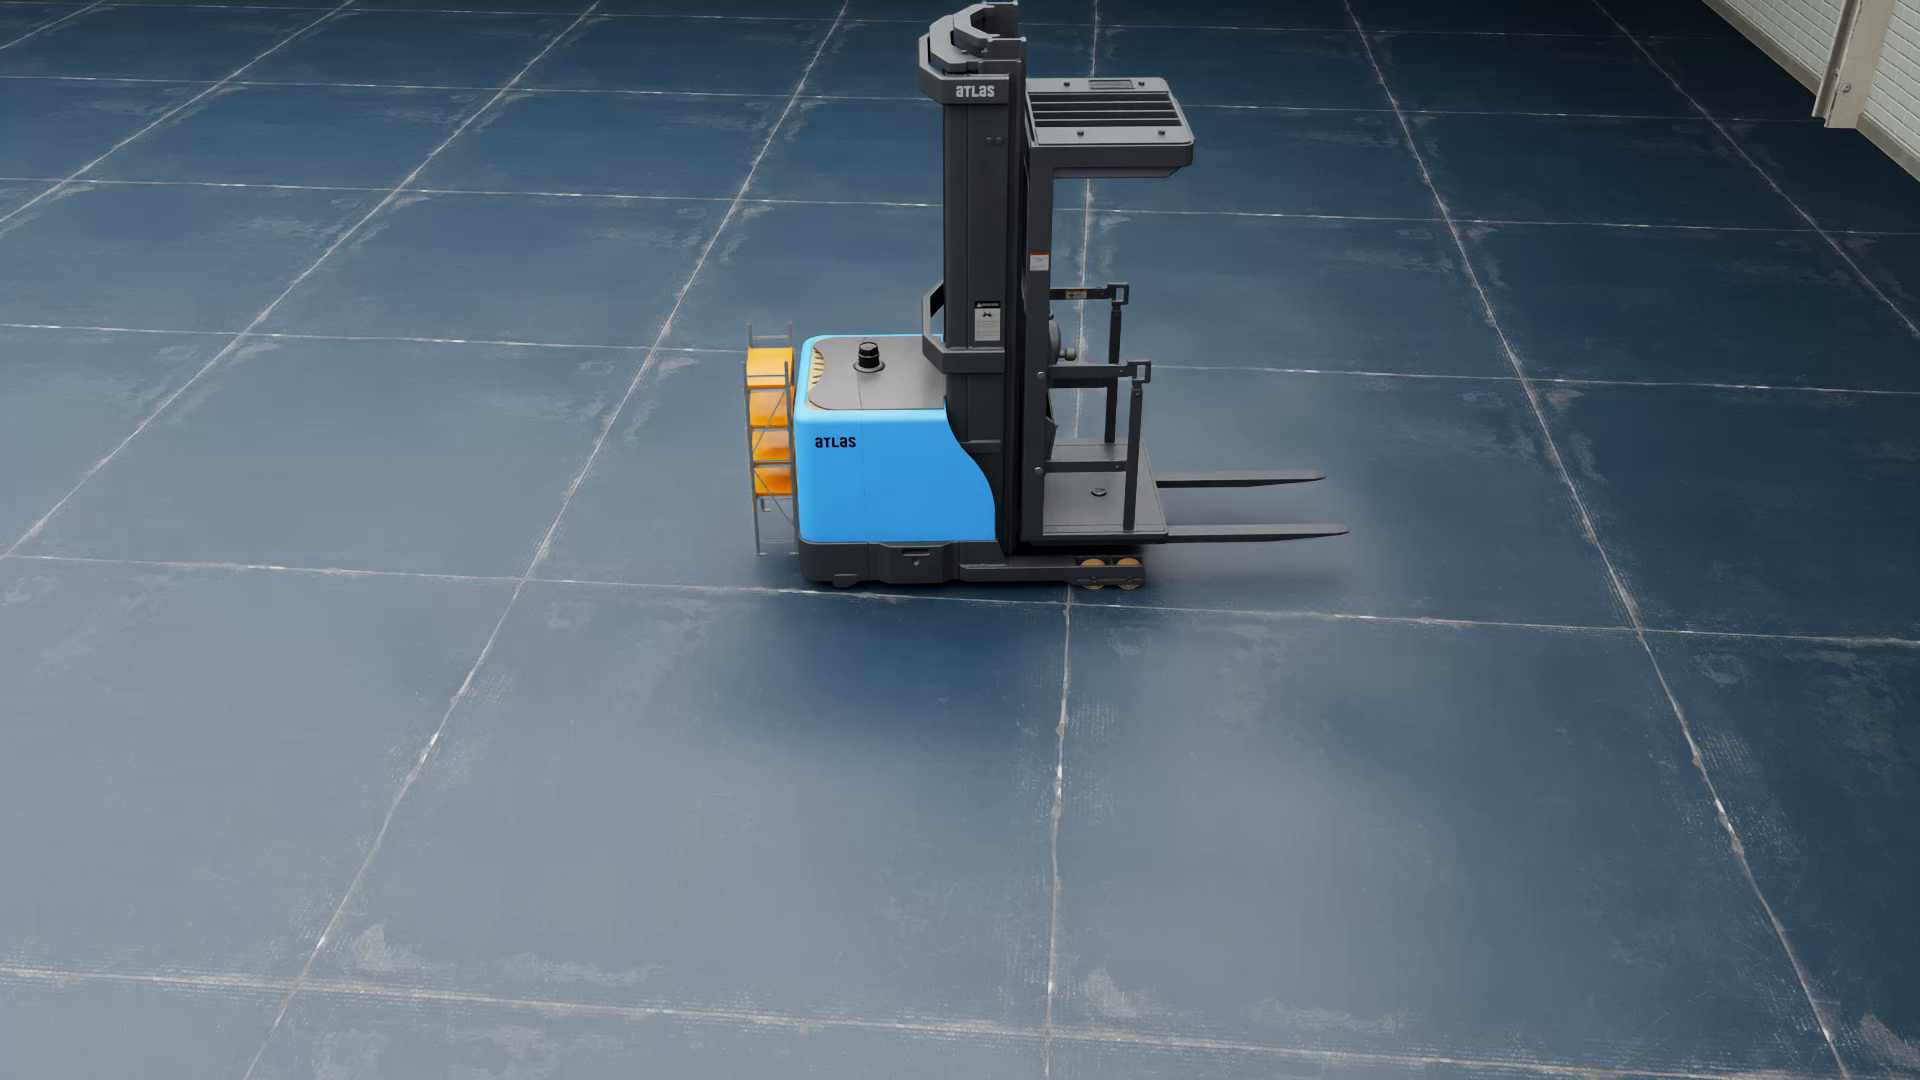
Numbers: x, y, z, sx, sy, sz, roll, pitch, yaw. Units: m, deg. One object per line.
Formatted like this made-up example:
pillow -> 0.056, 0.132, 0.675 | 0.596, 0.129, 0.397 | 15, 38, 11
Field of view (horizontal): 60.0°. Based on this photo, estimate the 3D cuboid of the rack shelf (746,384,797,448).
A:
rack shelf -> -1.041, -0.691, 9.210 | 0.258, 0.148, 0.480 | -2, 32, -2

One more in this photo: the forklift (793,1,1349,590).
forklift -> 0.628, -1.256, 8.775 | 3.031, 2.935, 1.130 | -1, 32, -1

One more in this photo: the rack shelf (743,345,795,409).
rack shelf -> -1.041, -0.892, 9.085 | 0.258, 0.148, 0.480 | -2, 32, -2

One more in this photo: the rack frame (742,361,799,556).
rack frame -> -1.028, -0.430, 9.084 | 0.240, 1.200, 0.015 | -2, 32, -2

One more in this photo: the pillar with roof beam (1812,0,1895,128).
pillar with roof beam -> 4.187, -8.069, 14.046 | 9.100, 9.000, 0.400 | 2, 32, 4

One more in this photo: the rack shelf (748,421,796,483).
rack shelf -> -1.041, -0.500, 9.327 | 0.258, 0.148, 0.480 | -2, 32, -2

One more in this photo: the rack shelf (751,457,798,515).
rack shelf -> -1.041, -0.331, 9.431 | 0.258, 0.148, 0.480 | -2, 32, -2

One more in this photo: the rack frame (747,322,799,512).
rack frame -> -1.053, -0.686, 9.499 | 0.240, 1.200, 0.015 | -2, 32, -2

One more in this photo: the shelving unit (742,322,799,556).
shelving unit -> -1.041, -0.558, 9.292 | 0.258, 1.200, 0.503 | -2, 32, -2
